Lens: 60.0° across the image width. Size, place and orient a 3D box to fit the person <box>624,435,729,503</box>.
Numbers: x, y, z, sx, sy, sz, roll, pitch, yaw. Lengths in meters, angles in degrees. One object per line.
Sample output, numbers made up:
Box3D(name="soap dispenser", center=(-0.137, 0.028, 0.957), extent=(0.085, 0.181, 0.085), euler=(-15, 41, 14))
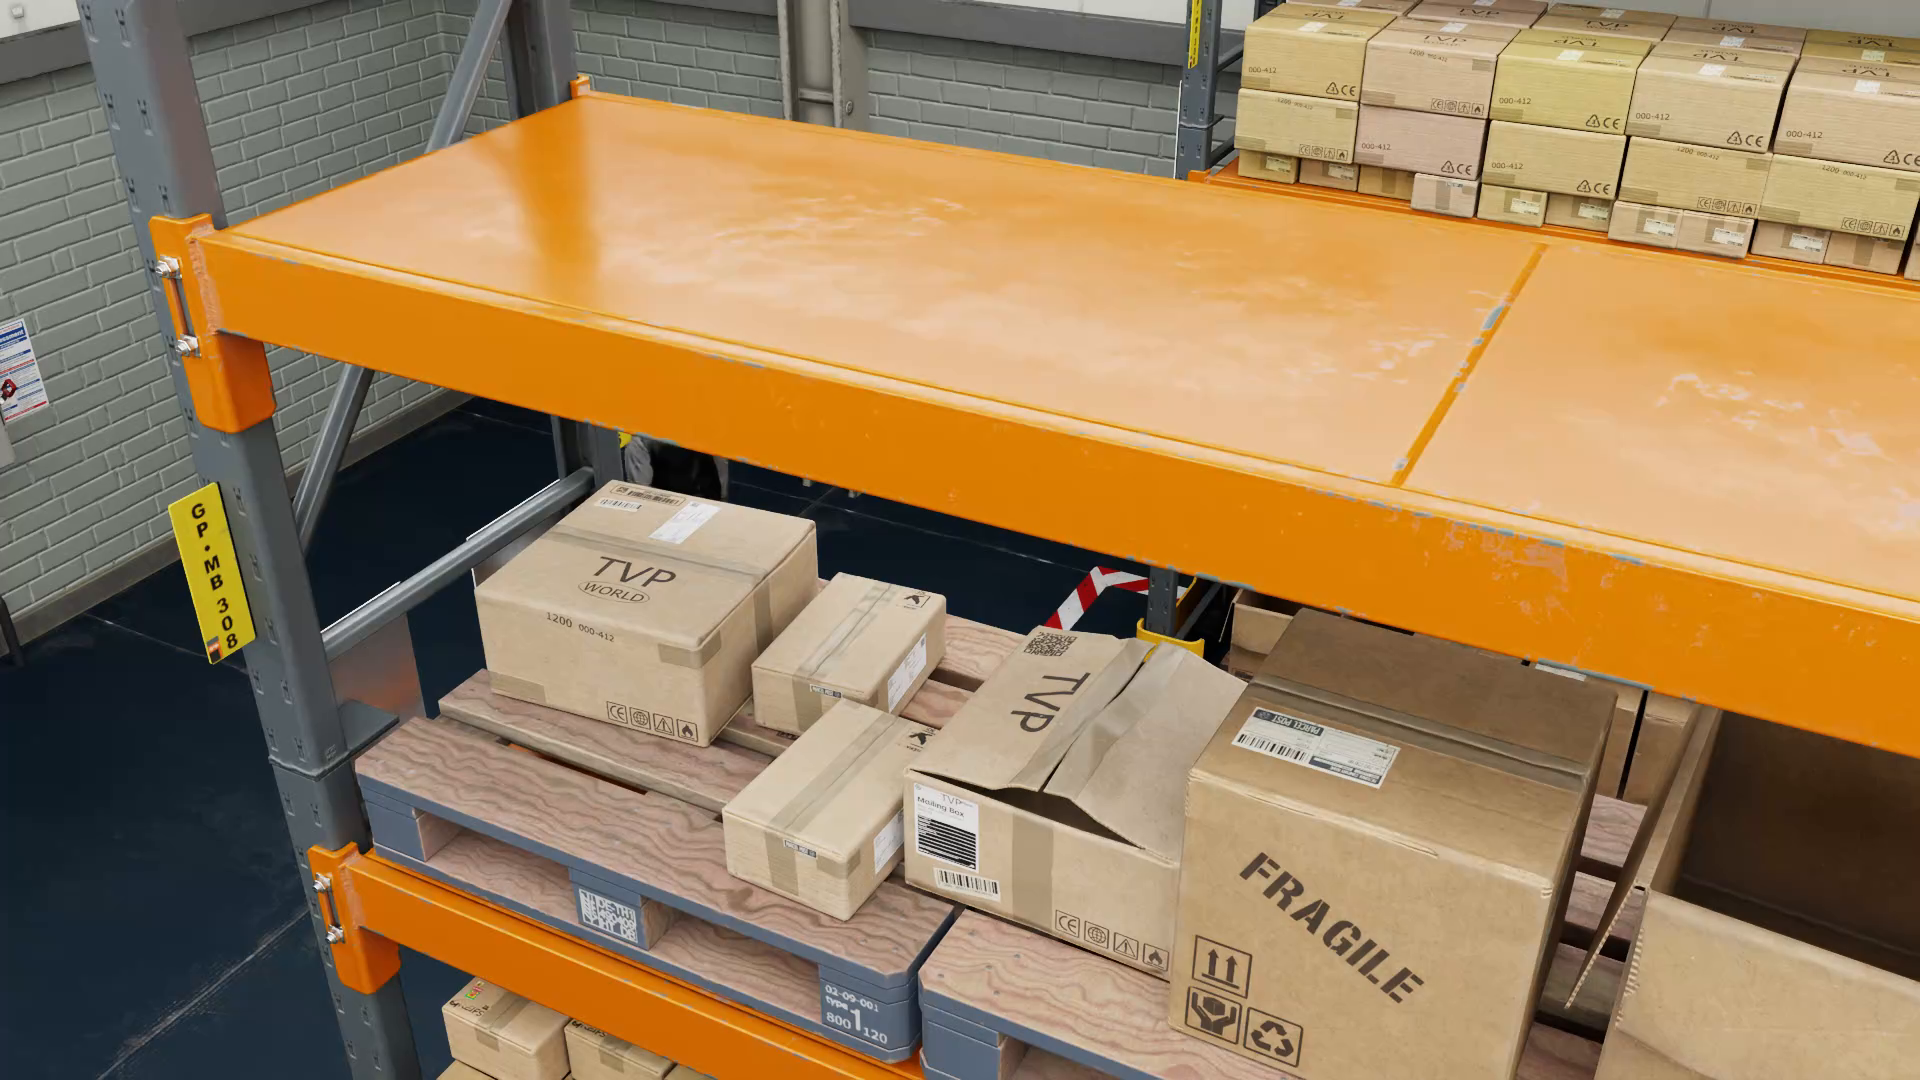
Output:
Box3D(name="person", center=(-1.408, -0.091, 8.472), extent=(0.532, 1.692, 0.908), euler=(-12, 32, -20))
